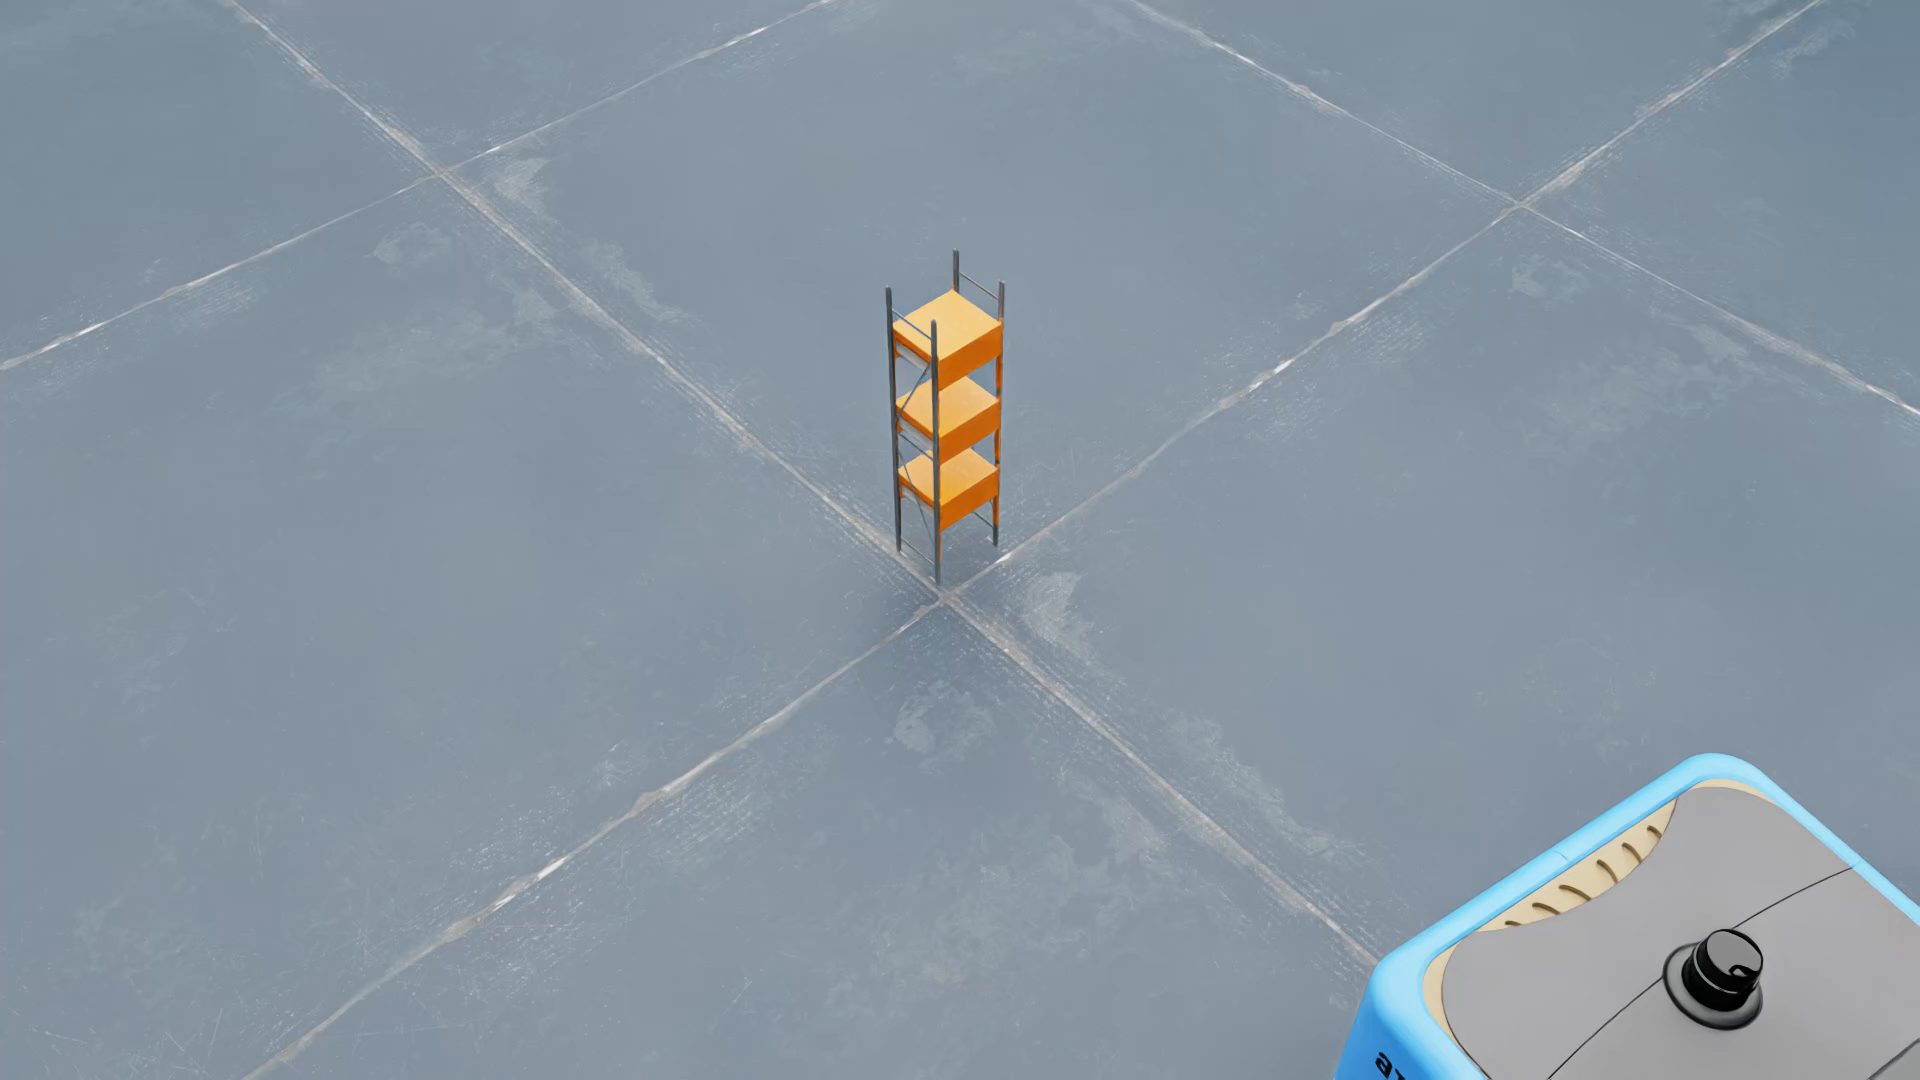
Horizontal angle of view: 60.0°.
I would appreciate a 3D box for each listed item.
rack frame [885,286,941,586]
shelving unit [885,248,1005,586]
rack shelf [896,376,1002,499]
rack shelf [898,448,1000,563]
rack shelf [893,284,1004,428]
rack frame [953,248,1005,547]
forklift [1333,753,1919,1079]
[{"bbox_3d":[-0.130,-0.269,4.784,0.008,1.050,0.200,-34,56,-27],"label":"rack frame"},{"bbox_3d":[-0.040,-0.330,4.840,0.252,1.050,0.215,-34,56,-27],"label":"shelving unit"},{"bbox_3d":[-0.040,-0.322,4.848,0.240,0.259,0.215,-34,56,-27],"label":"rack shelf"},{"bbox_3d":[-0.040,-0.134,5.052,0.240,0.259,0.215,-34,56,-27],"label":"rack shelf"},{"bbox_3d":[-0.040,-0.515,4.639,0.240,0.259,0.215,-34,56,-27],"label":"rack shelf"},{"bbox_3d":[0.051,-0.390,4.895,0.008,1.050,0.200,-34,56,-27],"label":"rack frame"},{"bbox_3d":[1.960,1.252,2.101,1.130,2.935,3.031,-25,52,-21],"label":"forklift"}]
